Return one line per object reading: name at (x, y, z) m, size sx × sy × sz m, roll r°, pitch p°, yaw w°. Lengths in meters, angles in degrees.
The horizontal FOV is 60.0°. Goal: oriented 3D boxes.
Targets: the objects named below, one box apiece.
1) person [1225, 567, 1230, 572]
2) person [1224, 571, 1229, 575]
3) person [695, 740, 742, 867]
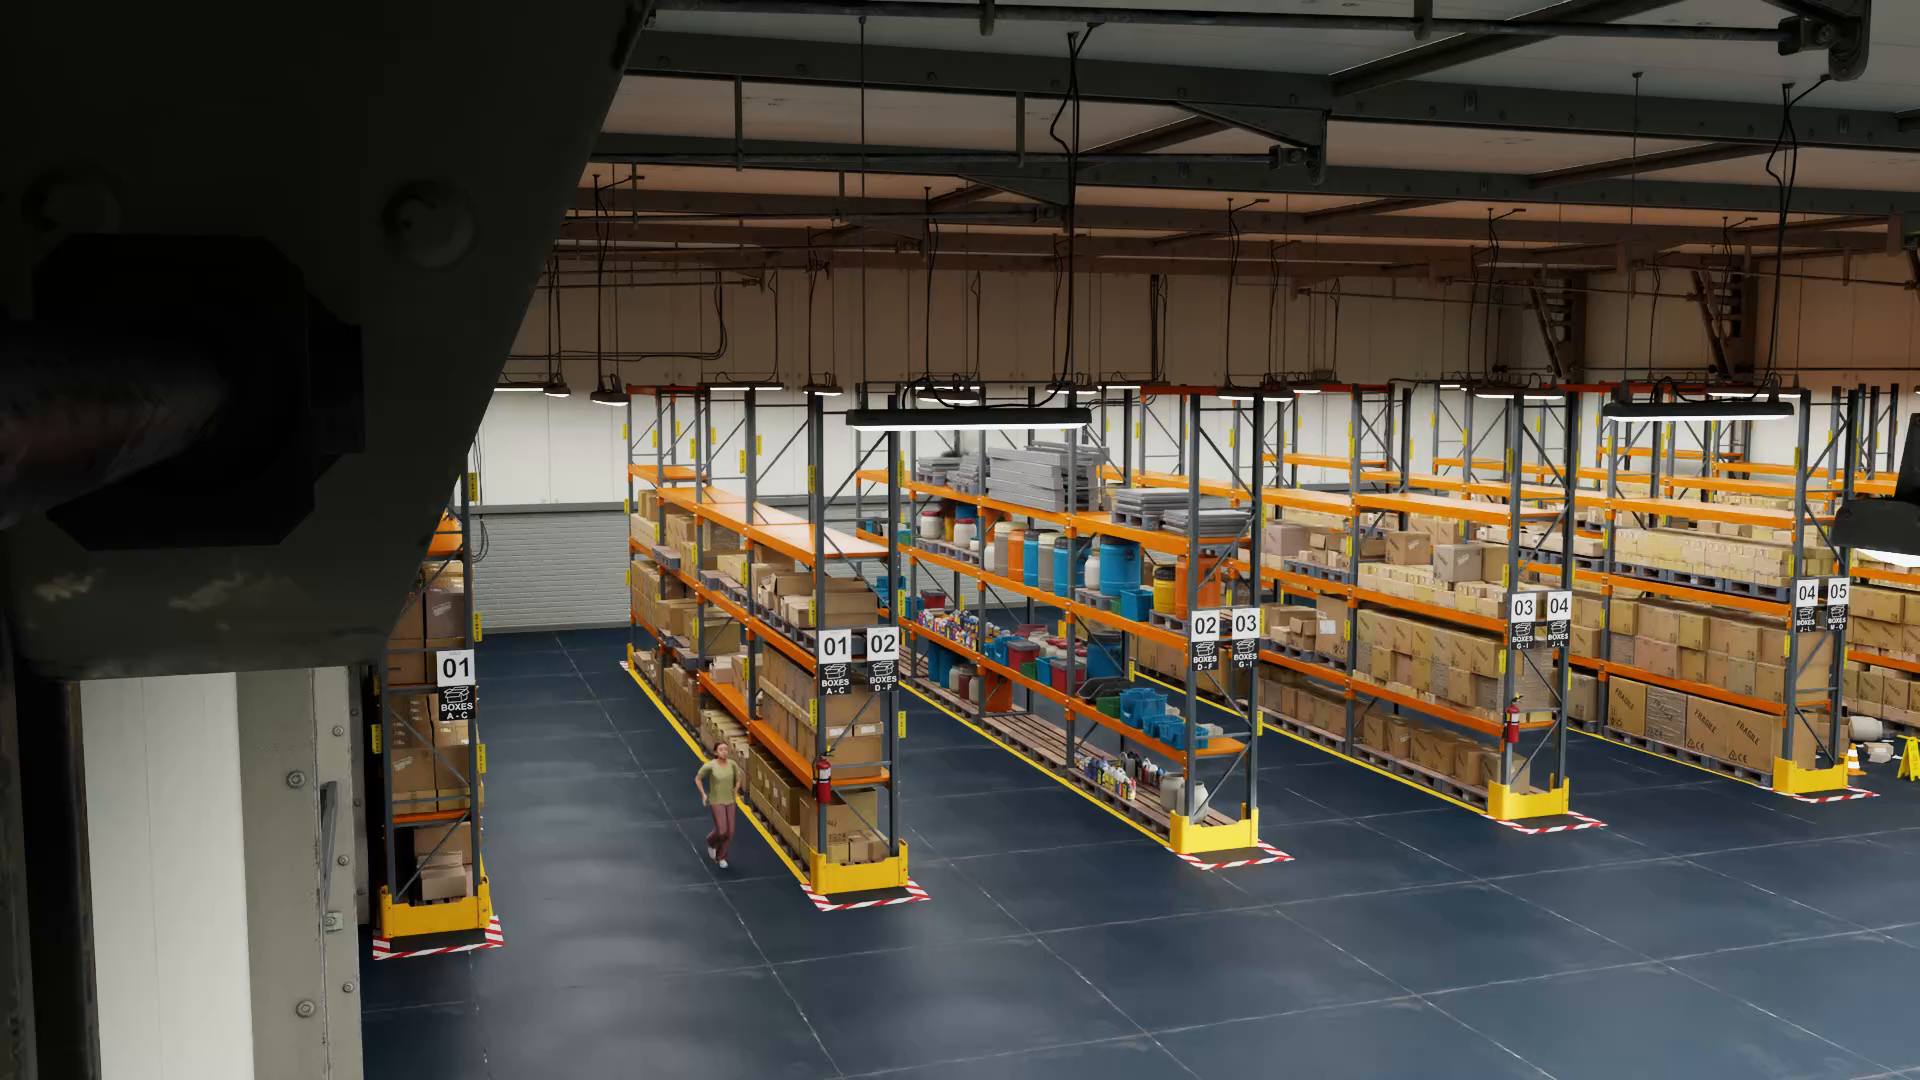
person at (6.525, 1.298, 41.012) m, size 0.585 × 1.692 × 0.797 m, roll -3°, pitch 7°, yaw -26°
person at (6.139, 1.526, 38.766) m, size 0.606 × 1.626 × 0.816 m, roll 1°, pitch 6°, yaw 9°
person at (-3.008, 3.348, 21.076) m, size 0.573 × 1.630 × 0.537 m, roll -3°, pitch 7°, yaw -29°
